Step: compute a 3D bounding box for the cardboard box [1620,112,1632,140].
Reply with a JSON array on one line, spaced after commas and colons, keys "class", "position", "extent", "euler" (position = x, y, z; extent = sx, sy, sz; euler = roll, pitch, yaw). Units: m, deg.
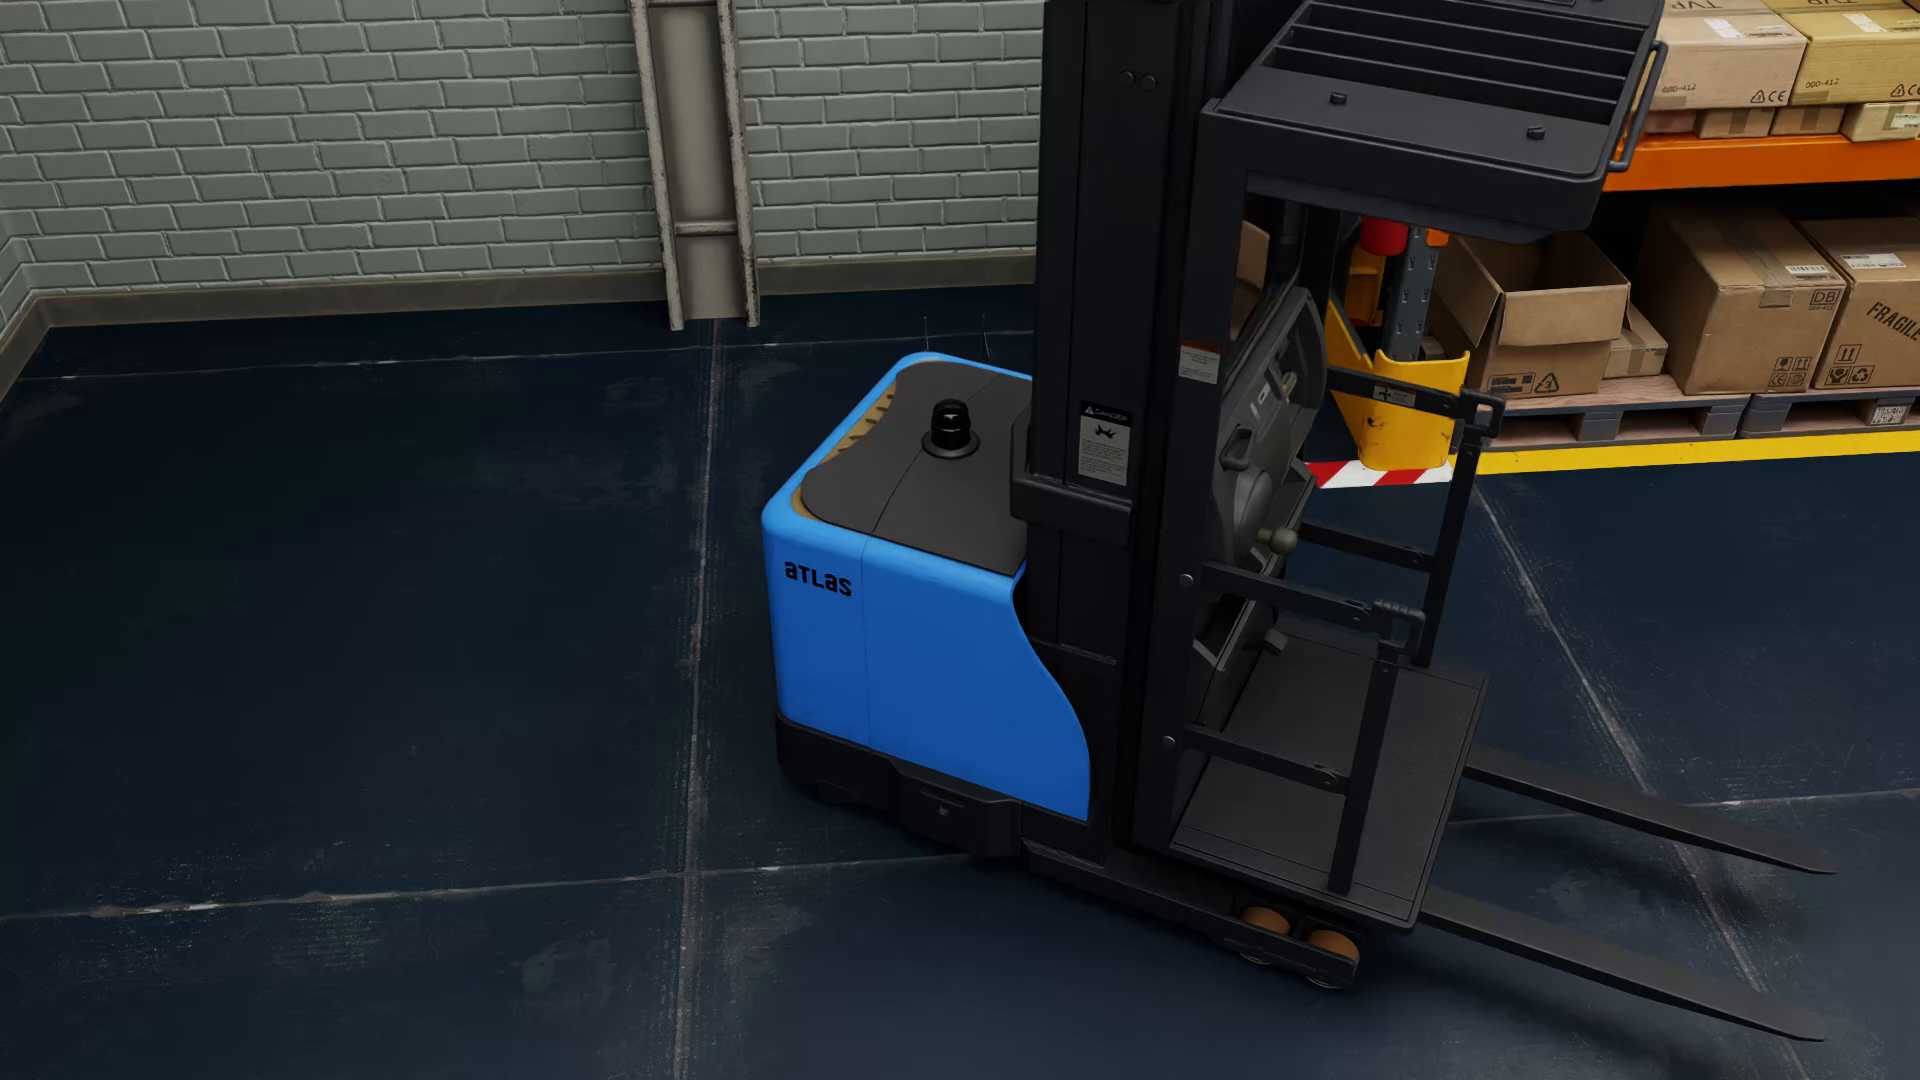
[{"class": "cardboard box", "position": [2.255, -1.606, 6.066], "extent": [0.250, 0.149, 0.380], "euler": [-2, 38, -3]}]

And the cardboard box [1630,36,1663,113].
[{"class": "cardboard box", "position": [2.129, -1.730, 5.902], "extent": [0.500, 0.250, 0.500], "euler": [-3, 38, -4]}]

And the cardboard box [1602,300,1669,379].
[{"class": "cardboard box", "position": [2.698, -0.833, 6.847], "extent": [0.250, 0.149, 0.380], "euler": [-5, 39, -6]}]

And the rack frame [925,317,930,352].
[{"class": "rack frame", "position": [-0.109, -0.347, 5.964], "extent": [0.006, 0.900, 0.240], "euler": [-3, 38, -4]}]

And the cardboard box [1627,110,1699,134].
[{"class": "cardboard box", "position": [2.513, -1.642, 6.112], "extent": [0.250, 0.149, 0.380], "euler": [-4, 38, -5]}]

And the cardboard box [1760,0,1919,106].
[{"class": "cardboard box", "position": [3.136, -1.787, 5.975], "extent": [0.500, 0.250, 0.500], "euler": [-4, 38, -5]}]

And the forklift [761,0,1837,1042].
[{"class": "forklift", "position": [0.986, -0.273, 4.230], "extent": [3.031, 2.935, 1.130], "euler": [16, 41, 19]}]

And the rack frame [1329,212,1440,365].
[{"class": "rack frame", "position": [1.654, -1.813, 6.126], "extent": [0.127, 3.000, 1.000], "euler": [-3, 38, -4]}]

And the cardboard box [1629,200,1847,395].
[{"class": "cardboard box", "position": [3.126, -0.995, 6.768], "extent": [0.500, 0.500, 0.700], "euler": [-2, 38, -2]}]

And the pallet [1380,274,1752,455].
[{"class": "pallet", "position": [2.523, -0.767, 7.052], "extent": [1.213, 0.211, 1.003], "euler": [-3, 38, -4]}]

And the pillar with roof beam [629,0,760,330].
[{"class": "pillar with roof beam", "position": [-0.731, -1.920, 1.419], "extent": [0.400, 9.000, 9.100], "euler": [-3, 38, -4]}]

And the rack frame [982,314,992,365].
[{"class": "rack frame", "position": [0.093, -0.358, 5.978], "extent": [0.006, 0.900, 0.240], "euler": [-3, 38, -4]}]

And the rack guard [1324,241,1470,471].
[{"class": "rack guard", "position": [1.729, -0.836, 6.906], "extent": [0.348, 0.500, 1.175], "euler": [-3, 38, -4]}]

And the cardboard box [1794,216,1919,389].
[{"class": "cardboard box", "position": [3.662, -0.962, 6.727], "extent": [0.500, 0.500, 0.500], "euler": [-2, 38, -3]}]

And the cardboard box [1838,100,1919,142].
[{"class": "cardboard box", "position": [3.293, -1.603, 6.063], "extent": [0.250, 0.149, 0.380], "euler": [-4, 38, -5]}]

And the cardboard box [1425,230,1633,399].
[{"class": "cardboard box", "position": [2.271, -0.973, 6.738], "extent": [0.637, 0.503, 0.797], "euler": [-5, 39, -6]}]

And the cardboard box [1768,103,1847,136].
[{"class": "cardboard box", "position": [3.035, -1.636, 6.104], "extent": [0.250, 0.149, 0.380], "euler": [-3, 38, -3]}]

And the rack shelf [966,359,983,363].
[{"class": "rack shelf", "position": [-0.008, -0.539, 5.824], "extent": [0.200, 0.077, 0.258], "euler": [-3, 38, -4]}]

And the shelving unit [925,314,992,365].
[{"class": "shelving unit", "position": [-0.008, -0.353, 5.971], "extent": [0.210, 0.900, 0.258], "euler": [-3, 38, -4]}]

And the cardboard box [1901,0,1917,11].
[{"class": "cardboard box", "position": [3.644, -1.829, 6.027], "extent": [0.500, 0.250, 0.500], "euler": [-4, 38, -5]}]

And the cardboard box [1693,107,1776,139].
[{"class": "cardboard box", "position": [2.770, -1.618, 6.082], "extent": [0.250, 0.149, 0.380], "euler": [-2, 38, -3]}]

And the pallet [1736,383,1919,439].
[{"class": "pallet", "position": [3.736, -0.832, 7.134], "extent": [1.213, 0.211, 1.003], "euler": [-3, 38, -4]}]

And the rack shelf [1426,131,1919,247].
[{"class": "rack shelf", "position": [3.646, -1.641, 6.488], "extent": [4.000, 0.370, 1.077], "euler": [-3, 38, -4]}]

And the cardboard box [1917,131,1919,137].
[{"class": "cardboard box", "position": [3.553, -1.630, 6.098], "extent": [0.250, 0.149, 0.380], "euler": [-2, 38, -3]}]

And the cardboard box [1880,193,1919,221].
[{"class": "cardboard box", "position": [4.160, -1.052, 6.840], "extent": [0.500, 0.500, 0.700], "euler": [-5, 38, -6]}]

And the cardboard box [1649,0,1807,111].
[{"class": "cardboard box", "position": [2.632, -1.758, 5.937], "extent": [0.500, 0.250, 0.500], "euler": [-3, 38, -3]}]

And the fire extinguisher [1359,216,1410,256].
[{"class": "fire extinguisher", "position": [1.548, -1.343, 5.894], "extent": [0.183, 0.674, 0.296], "euler": [-3, 38, -4]}]
